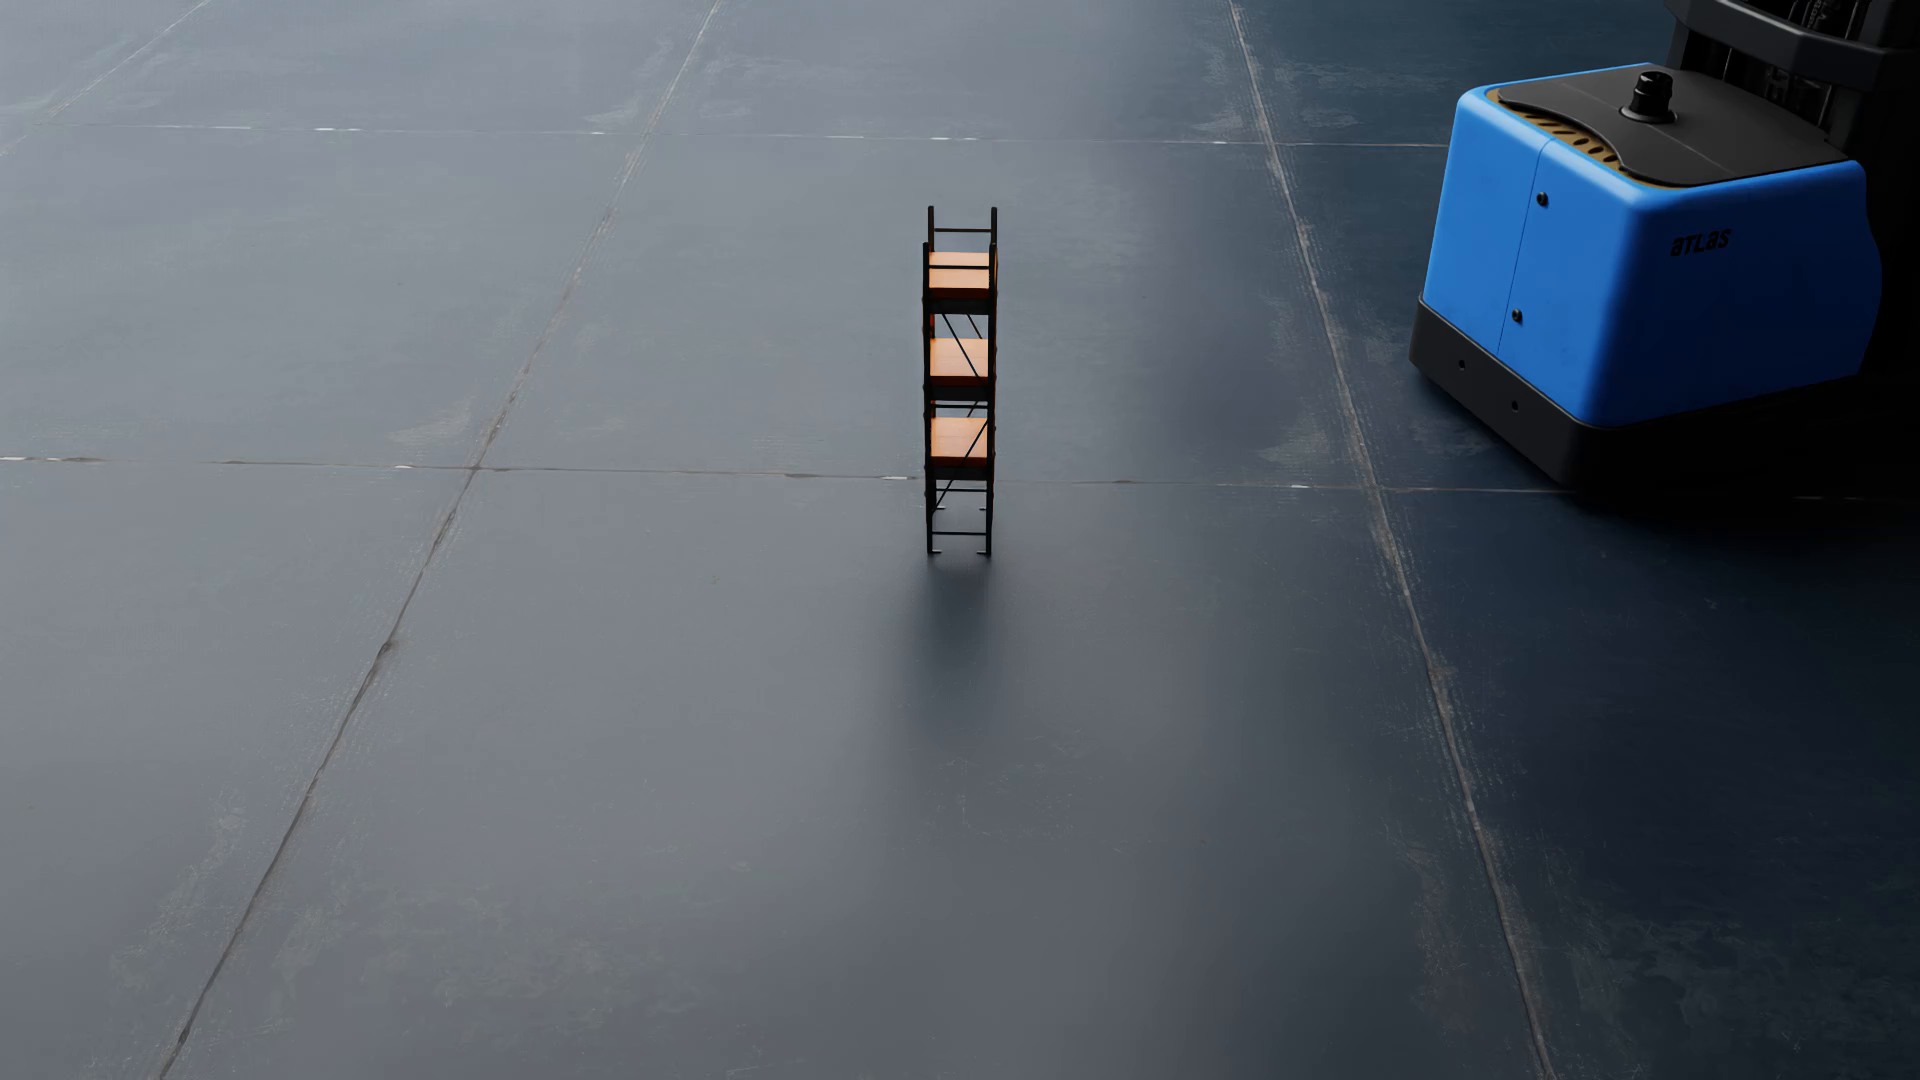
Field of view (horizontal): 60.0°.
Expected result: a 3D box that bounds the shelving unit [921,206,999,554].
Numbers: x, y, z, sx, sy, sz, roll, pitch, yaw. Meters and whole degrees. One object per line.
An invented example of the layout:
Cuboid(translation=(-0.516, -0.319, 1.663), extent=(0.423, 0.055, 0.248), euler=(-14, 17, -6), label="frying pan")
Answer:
Cuboid(translation=(0.002, -0.460, 4.992), extent=(0.215, 1.050, 0.252), euler=(1, 35, 2), label="shelving unit")

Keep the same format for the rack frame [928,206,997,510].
Cuboid(translation=(0.007, -0.530, 5.092), extent=(0.200, 1.050, 0.008), euler=(1, 35, 2), label="rack frame")

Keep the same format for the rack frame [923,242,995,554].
Cuboid(translation=(-0.003, -0.390, 4.892), extent=(0.200, 1.050, 0.008), euler=(1, 35, 2), label="rack frame")

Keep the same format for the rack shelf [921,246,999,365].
Cuboid(translation=(0.002, -0.684, 4.835), extent=(0.215, 0.259, 0.240), euler=(1, 35, 2), label="rack shelf")

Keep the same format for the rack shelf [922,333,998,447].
Cuboid(translation=(0.002, -0.452, 4.998), extent=(0.215, 0.259, 0.240), euler=(1, 35, 2), label="rack shelf")

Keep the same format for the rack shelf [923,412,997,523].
Cuboid(translation=(0.002, -0.224, 5.158), extent=(0.215, 0.259, 0.240), euler=(1, 35, 2), label="rack shelf")

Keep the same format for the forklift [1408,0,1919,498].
Cuboid(translation=(3.208, -1.857, 5.343), extent=(3.031, 2.935, 1.130), euler=(-12, 37, -17), label="forklift")
